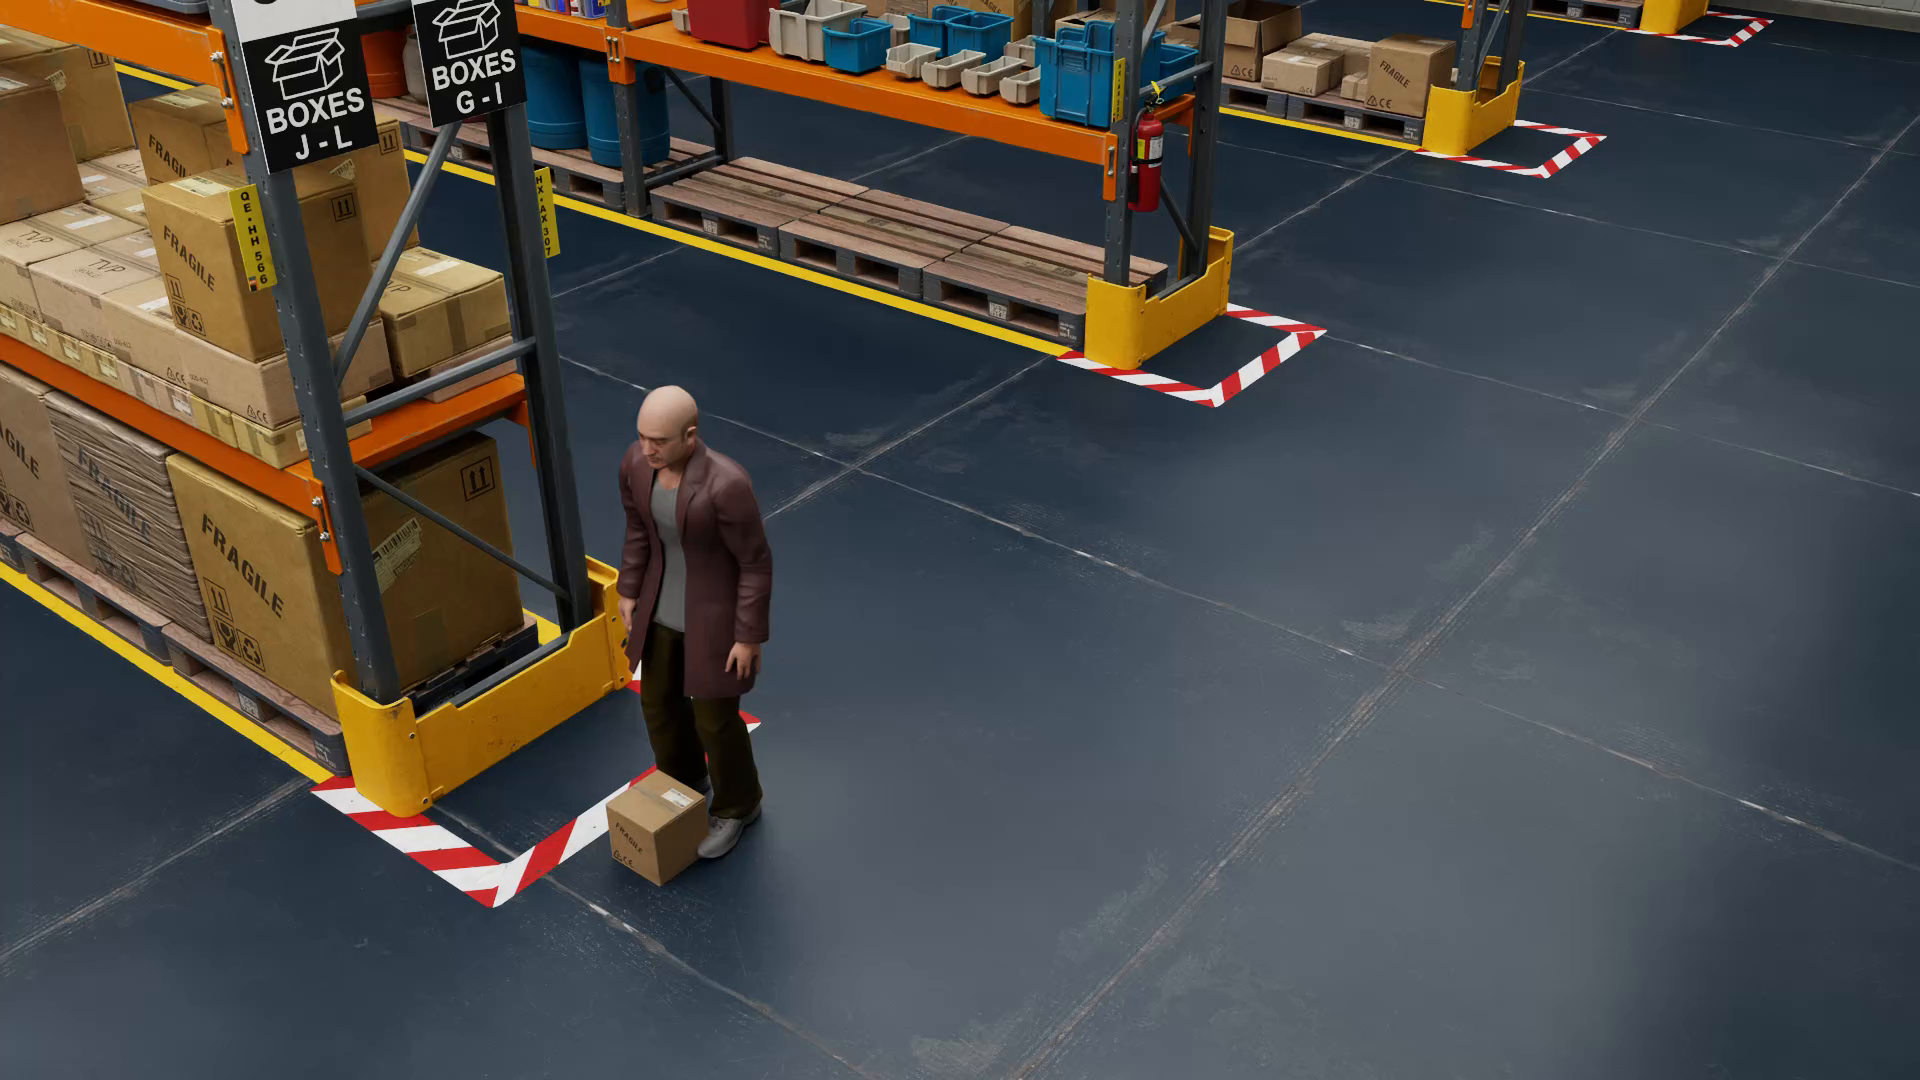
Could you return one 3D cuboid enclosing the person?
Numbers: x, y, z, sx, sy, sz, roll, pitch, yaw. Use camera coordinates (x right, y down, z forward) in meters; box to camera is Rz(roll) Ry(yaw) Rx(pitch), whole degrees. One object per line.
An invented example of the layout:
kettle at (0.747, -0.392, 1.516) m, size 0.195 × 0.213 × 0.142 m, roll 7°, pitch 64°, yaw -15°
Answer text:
person at (-0.919, 0.265, 5.698) m, size 0.645 × 1.772 × 0.429 m, roll 19°, pitch 35°, yaw 29°
